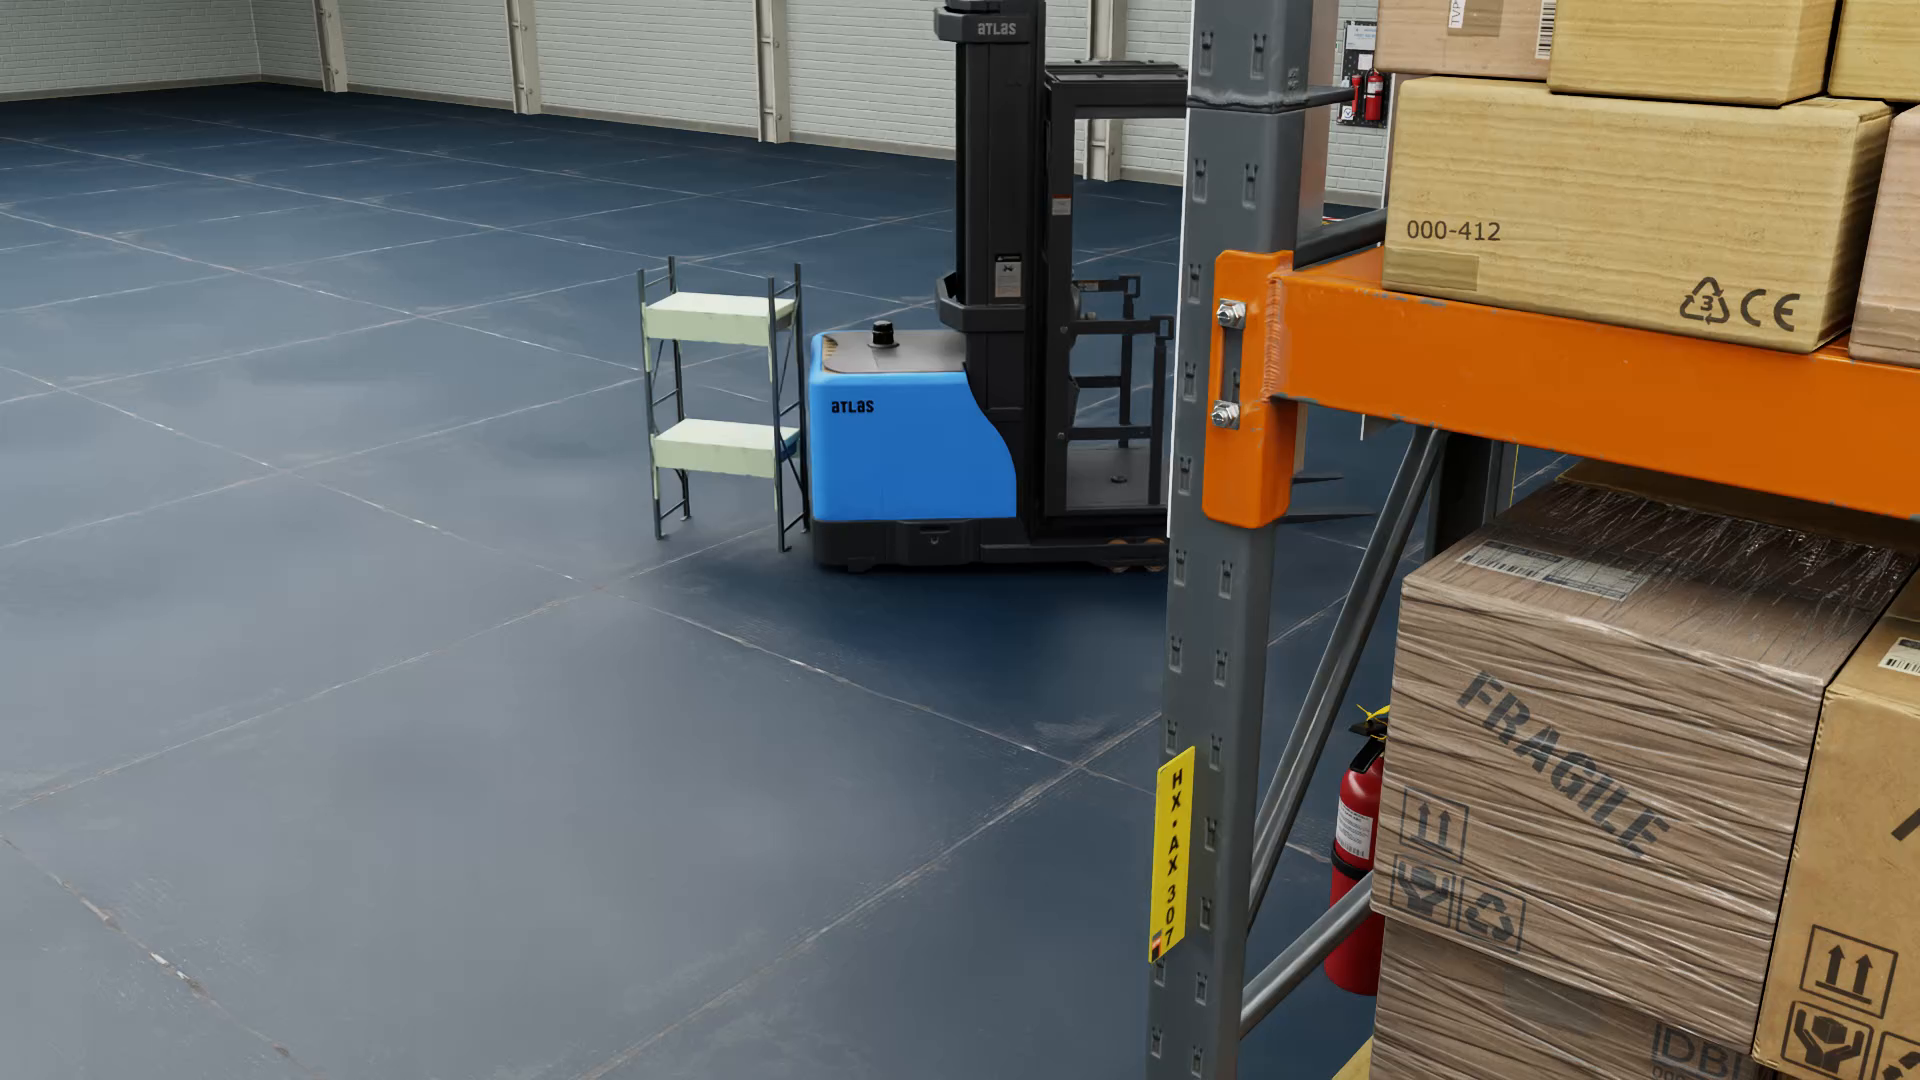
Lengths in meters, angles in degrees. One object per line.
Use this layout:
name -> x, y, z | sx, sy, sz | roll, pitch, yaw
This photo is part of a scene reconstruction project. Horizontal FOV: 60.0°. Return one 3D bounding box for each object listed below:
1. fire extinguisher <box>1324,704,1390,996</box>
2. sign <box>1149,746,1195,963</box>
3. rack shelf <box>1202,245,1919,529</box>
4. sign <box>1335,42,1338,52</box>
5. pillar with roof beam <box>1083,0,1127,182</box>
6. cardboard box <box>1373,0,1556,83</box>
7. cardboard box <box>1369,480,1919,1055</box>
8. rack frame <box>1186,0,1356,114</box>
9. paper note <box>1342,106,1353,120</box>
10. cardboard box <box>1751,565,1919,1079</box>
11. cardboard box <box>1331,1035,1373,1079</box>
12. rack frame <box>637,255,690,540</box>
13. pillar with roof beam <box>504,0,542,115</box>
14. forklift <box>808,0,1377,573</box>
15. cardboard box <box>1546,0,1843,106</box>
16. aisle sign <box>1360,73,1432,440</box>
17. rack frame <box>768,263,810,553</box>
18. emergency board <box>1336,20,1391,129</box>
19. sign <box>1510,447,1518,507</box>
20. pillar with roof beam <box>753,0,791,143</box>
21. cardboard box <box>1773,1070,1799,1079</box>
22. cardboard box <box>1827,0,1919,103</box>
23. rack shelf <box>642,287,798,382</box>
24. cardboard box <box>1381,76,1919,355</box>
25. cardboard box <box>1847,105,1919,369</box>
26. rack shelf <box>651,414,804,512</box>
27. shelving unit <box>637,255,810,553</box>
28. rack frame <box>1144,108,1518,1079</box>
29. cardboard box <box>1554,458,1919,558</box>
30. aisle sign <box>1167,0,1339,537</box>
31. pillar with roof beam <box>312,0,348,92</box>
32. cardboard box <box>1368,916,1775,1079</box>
fire extinguisher -> 0.860, 0.607, 3.417 | 0.183, 0.674, 0.296 | 16, 26, 36
sign -> 0.314, 0.466, 2.456 | 0.005, 0.325, 0.100 | 16, 26, 36
rack shelf -> 2.207, 0.102, 1.416 | 4.000, 0.370, 1.077 | 16, 26, 36
sign -> 4.238, -5.733, 19.319 | 0.331, 0.109, 0.001 | 16, 26, 36
pillar with roof beam -> -0.876, -7.728, 16.907 | 0.400, 9.000, 9.100 | 16, 26, 36
cardboard box -> 0.724, -0.673, 2.098 | 0.250, 0.149, 0.380 | 16, 26, 36
cardboard box -> 0.911, 0.266, 2.232 | 0.500, 0.500, 0.500 | 16, 26, 36
rack frame -> 0.657, -2.085, 1.943 | 0.127, 3.000, 1.000 | 16, 26, 36
paper note -> 4.510, -4.967, 19.336 | 0.142, 0.148, 0.016 | 16, 26, 36
cardboard box -> 1.294, 0.379, 1.931 | 0.500, 0.500, 0.500 | 16, 26, 36
cardboard box -> 0.727, 0.969, 2.705 | 0.250, 0.149, 0.380 | 16, 26, 36
rack frame -> -1.614, -0.771, 9.088 | 0.023, 1.500, 0.400 | 6, 21, 15
pillar with roof beam -> -10.173, -10.405, 24.007 | 0.400, 9.000, 9.100 | 16, 26, 36
forklift -> 0.709, -1.390, 8.700 | 3.031, 2.935, 1.130 | -1, 21, -4
cardboard box -> 0.864, -0.589, 1.875 | 0.250, 0.149, 0.380 | 17, 26, 37
aisle sign -> 0.799, -0.590, 2.797 | 0.004, 0.787, 0.394 | 16, 26, 36
rack frame -> -0.912, -0.698, 8.893 | 0.023, 1.500, 0.400 | 6, 21, 15
emergency board -> 4.604, -5.321, 19.026 | 0.643, 1.169, 0.194 | 16, 26, 36
sign -> 1.024, -0.115, 3.132 | 0.005, 0.325, 0.100 | 16, 26, 36
pillar with roof beam -> -5.525, -9.066, 20.457 | 0.400, 9.000, 9.100 | 16, 26, 36
cardboard box -> 1.529, 0.745, 2.378 | 0.500, 0.500, 0.875 | 16, 26, 36
cardboard box -> 1.138, -0.566, 1.815 | 0.250, 0.149, 0.380 | 16, 26, 35
rack shelf -> -1.263, -1.100, 8.853 | 0.720, 0.370, 0.431 | 6, 21, 15
cardboard box -> 0.867, -0.433, 2.027 | 0.500, 0.250, 0.500 | 17, 27, 38
cardboard box -> 1.271, -0.320, 1.726 | 0.500, 0.250, 0.500 | 15, 26, 35
rack shelf -> -1.263, -0.430, 9.105 | 0.720, 0.370, 0.431 | 6, 21, 15
shelving unit -> -1.263, -0.735, 8.990 | 0.755, 1.500, 0.431 | 6, 21, 15
rack frame -> 0.657, 0.722, 3.002 | 0.127, 3.000, 1.000 | 16, 26, 36
cardboard box -> 1.240, 0.124, 2.609 | 0.500, 0.500, 0.500 | 16, 26, 36
aisle sign -> 0.420, -0.426, 2.362 | 0.004, 0.787, 0.394 | 16, 26, 36
pillar with roof beam -> -14.821, -11.744, 27.556 | 0.400, 9.000, 9.100 | 16, 26, 36
cardboard box -> 1.066, 0.666, 2.586 | 0.500, 0.500, 0.875 | 16, 26, 36
